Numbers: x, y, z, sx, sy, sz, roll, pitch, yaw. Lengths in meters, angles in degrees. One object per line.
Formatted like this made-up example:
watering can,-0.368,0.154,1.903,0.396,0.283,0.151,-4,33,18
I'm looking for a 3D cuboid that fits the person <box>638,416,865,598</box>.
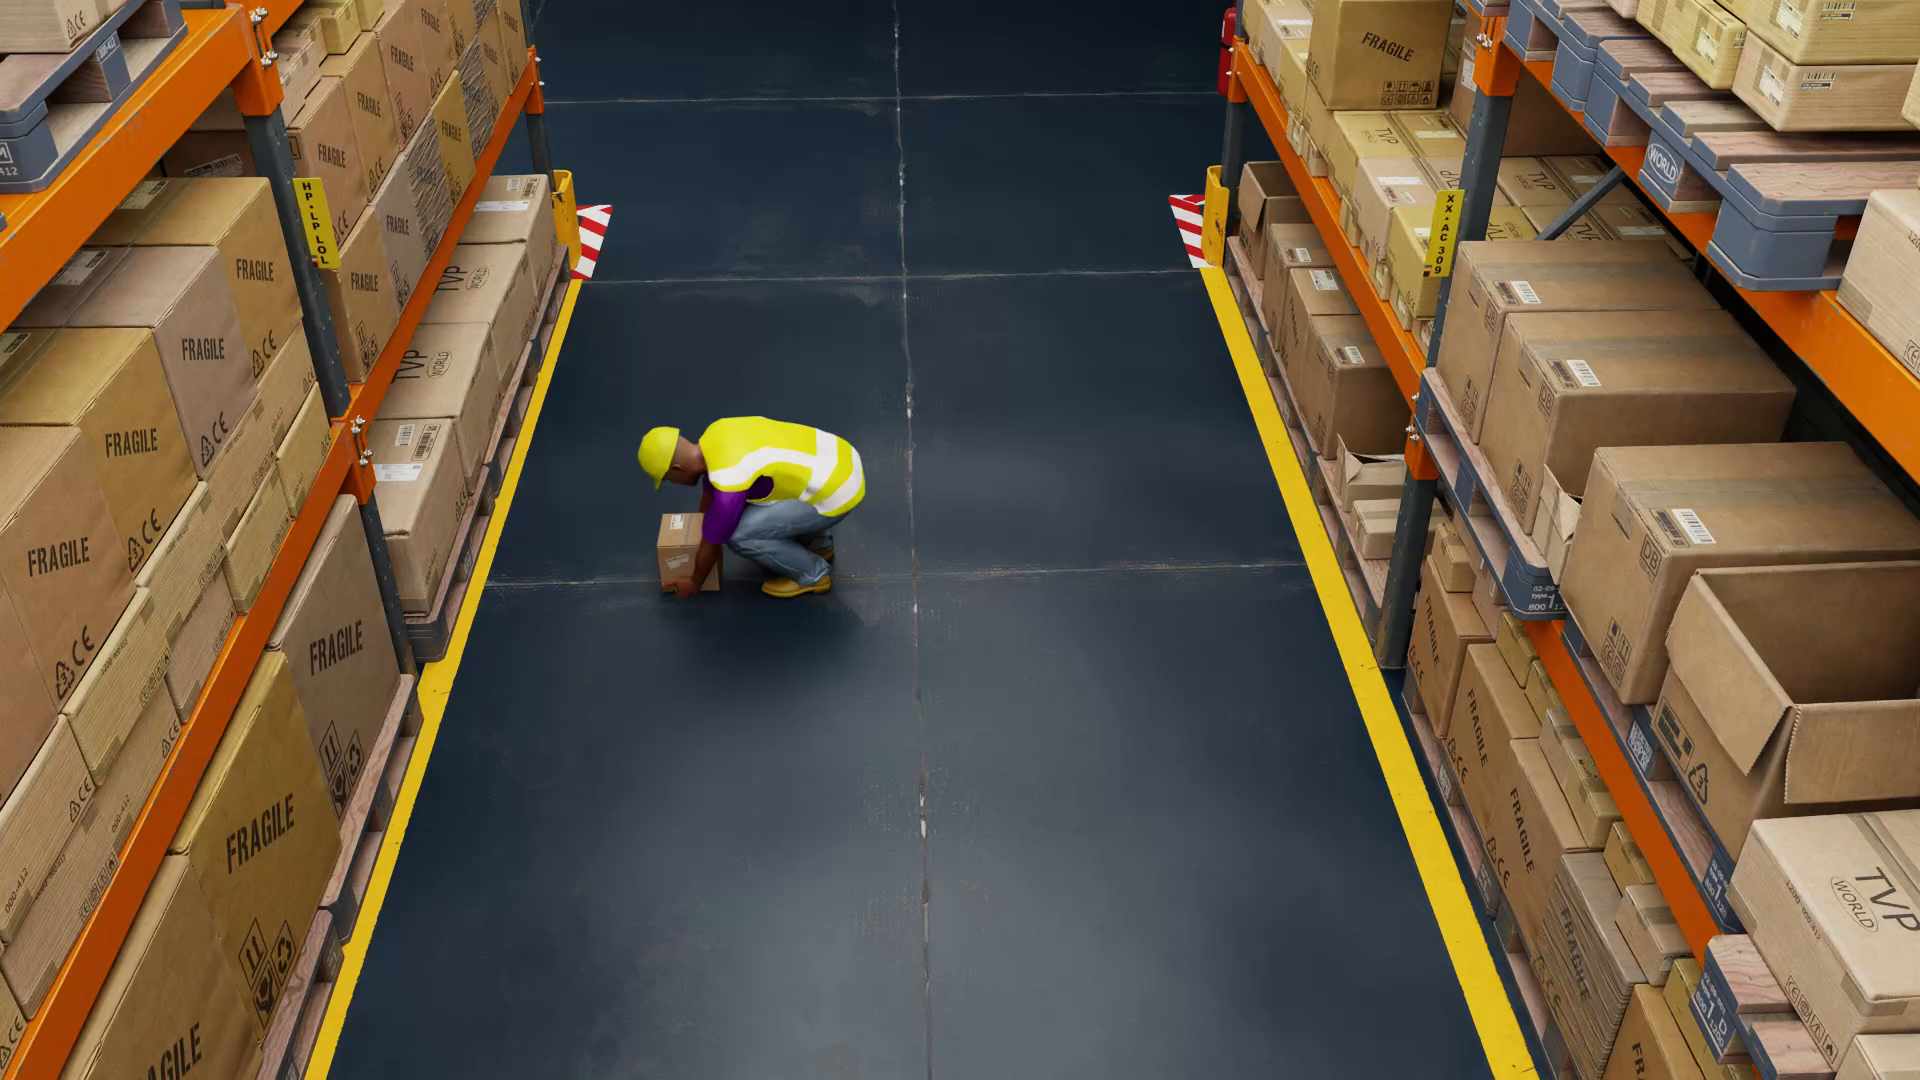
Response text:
person,-0.883,-0.141,7.217,0.949,0.846,0.532,-2,35,-3
